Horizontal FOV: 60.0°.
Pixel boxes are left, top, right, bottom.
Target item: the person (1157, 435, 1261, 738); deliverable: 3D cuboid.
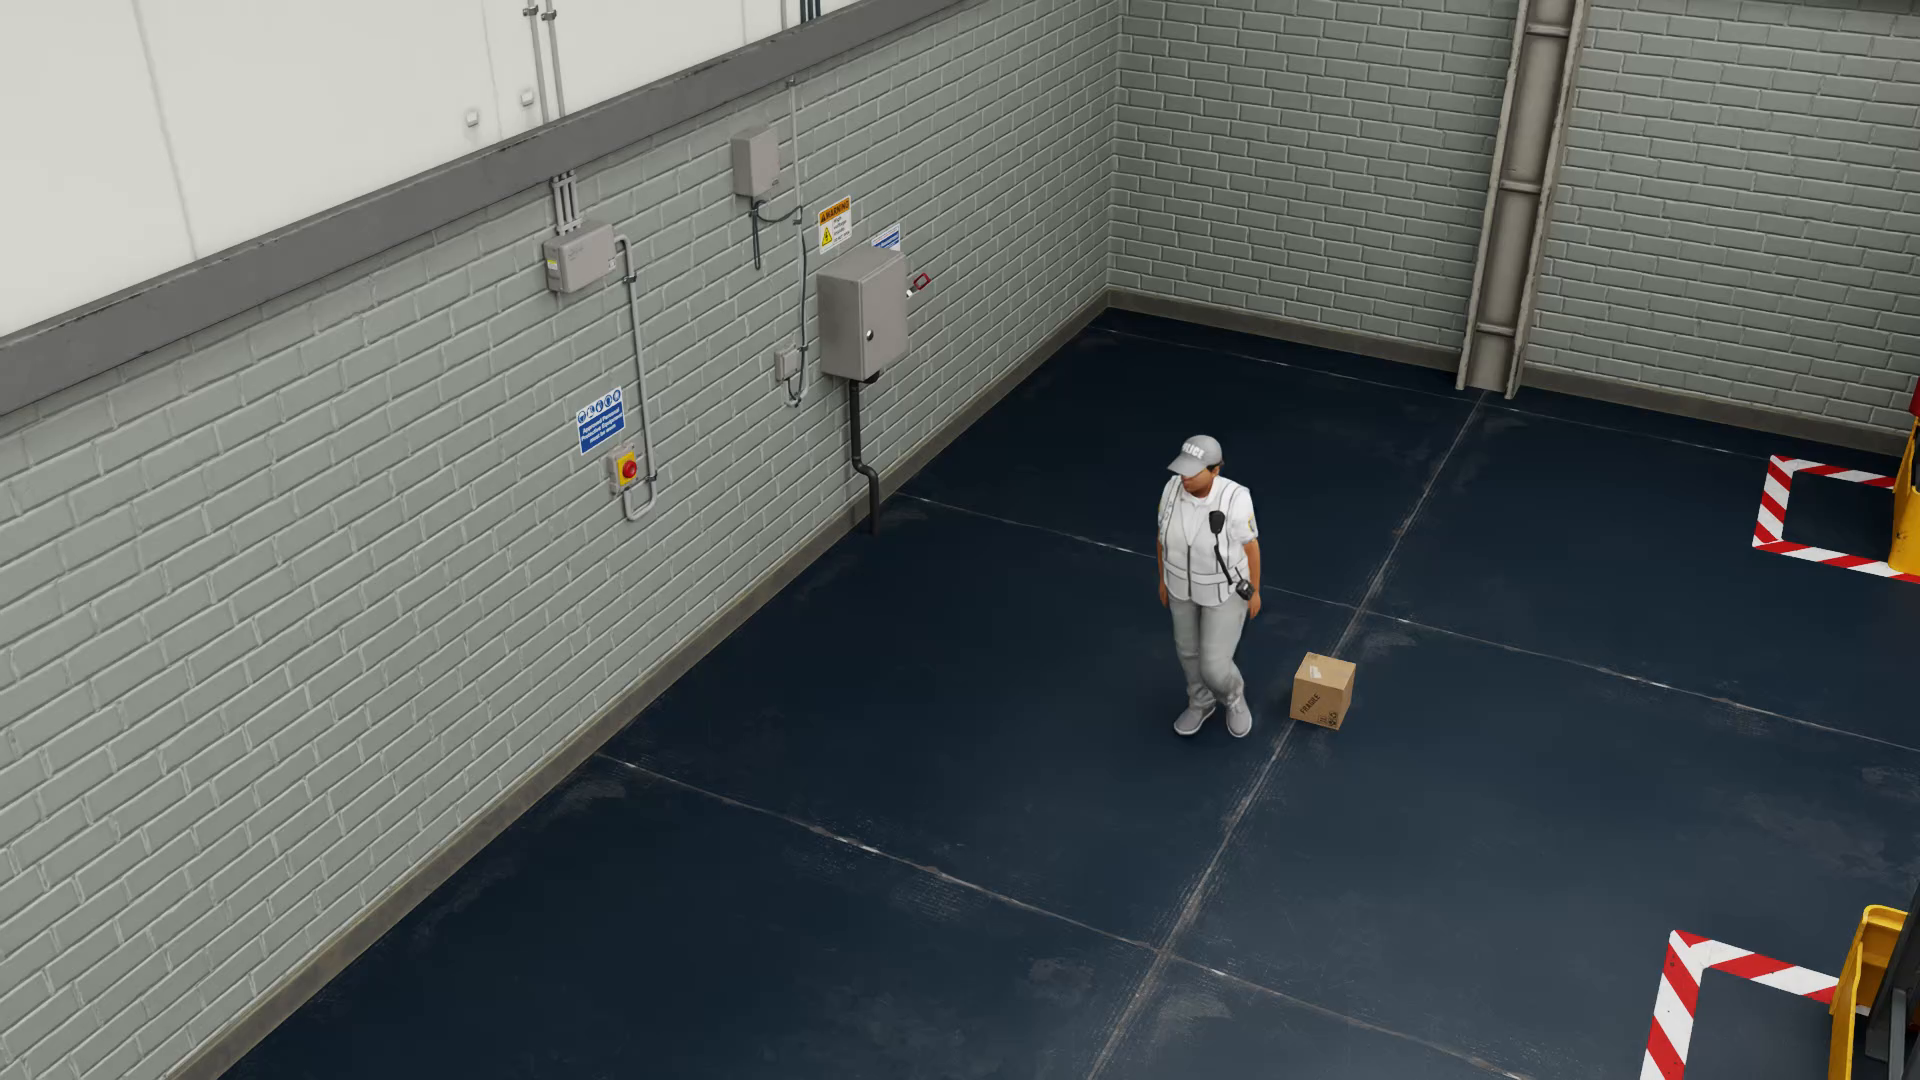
[{"bbox_3d":[1.156,0.240,7.850,0.540,1.652,0.490,20,36,30],"label":"person"}]
